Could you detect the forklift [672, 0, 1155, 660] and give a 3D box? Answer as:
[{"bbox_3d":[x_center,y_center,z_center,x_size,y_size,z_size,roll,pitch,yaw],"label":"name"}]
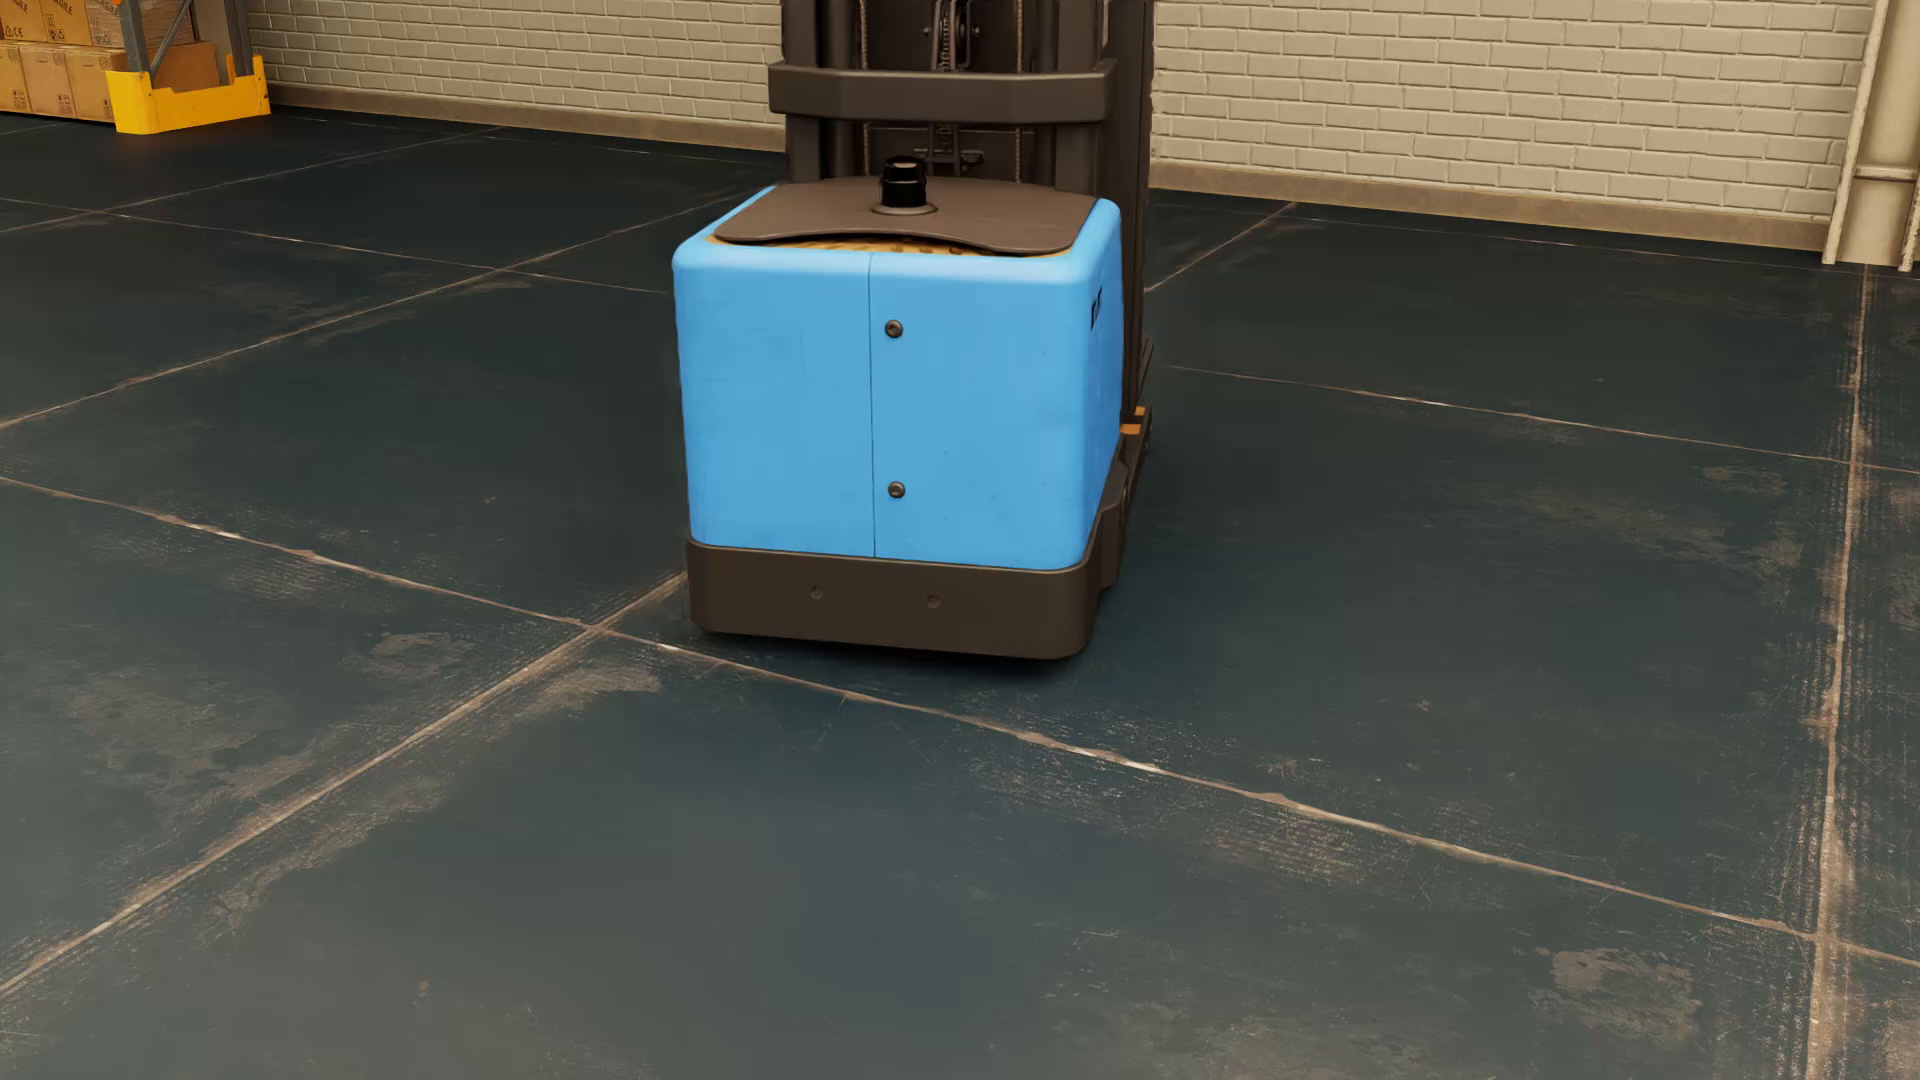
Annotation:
[{"bbox_3d":[0.063,-1.593,5.070,1.130,2.935,3.031,4,23,10],"label":"forklift"}]
